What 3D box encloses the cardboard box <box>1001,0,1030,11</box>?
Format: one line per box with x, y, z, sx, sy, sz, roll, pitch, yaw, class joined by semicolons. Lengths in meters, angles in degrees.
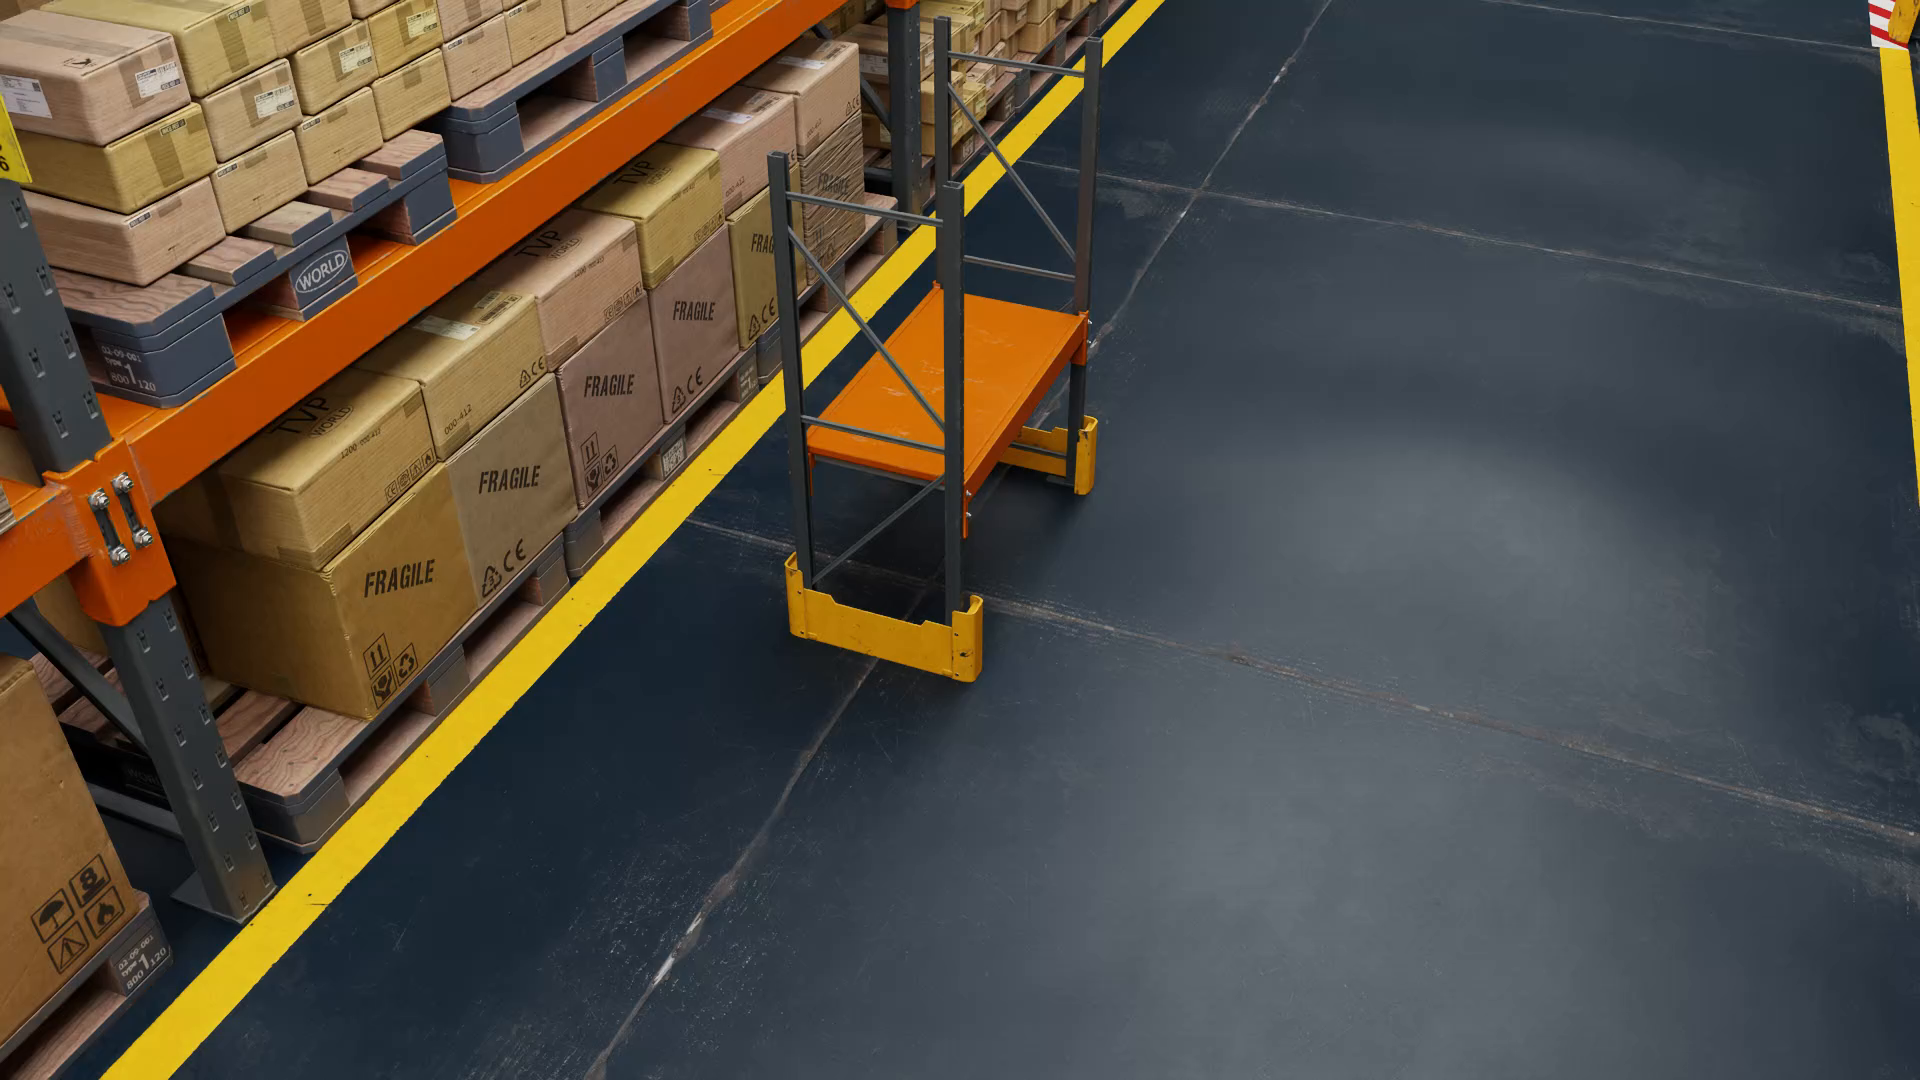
0.142;-2.603;7.760;0.380;0.149;0.250;15;39;19;cardboard box

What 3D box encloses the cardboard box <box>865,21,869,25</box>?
-0.639;-2.330;7.643;0.380;0.149;0.250;13;39;16;cardboard box

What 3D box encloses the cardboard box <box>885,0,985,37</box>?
-0.109;-2.331;7.396;0.380;0.149;0.250;13;39;17;cardboard box

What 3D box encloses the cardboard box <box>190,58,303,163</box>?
-1.693;-0.977;3.662;0.380;0.149;0.250;16;40;20;cardboard box

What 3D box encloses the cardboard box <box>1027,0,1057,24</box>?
0.251;-2.630;8.046;0.380;0.149;0.250;14;39;17;cardboard box

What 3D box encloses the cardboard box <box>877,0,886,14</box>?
-0.428;-2.569;7.715;0.380;0.149;0.250;15;39;19;cardboard box

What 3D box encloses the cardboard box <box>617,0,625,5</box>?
-1.103;-1.713;4.895;0.380;0.149;0.250;16;39;20;cardboard box

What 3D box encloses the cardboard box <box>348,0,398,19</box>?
-1.510;-1.366;3.934;0.380;0.149;0.250;12;38;16;cardboard box

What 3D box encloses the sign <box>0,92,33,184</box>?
-1.649;-0.757;2.790;0.100;0.325;0.005;14;39;18;sign

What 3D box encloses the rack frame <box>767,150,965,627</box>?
-0.226;-0.272;4.361;0.500;1.500;0.032;14;39;18;rack frame

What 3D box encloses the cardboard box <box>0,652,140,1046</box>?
-2.479;0.632;3.428;1.050;0.750;0.750;13;39;17;cardboard box

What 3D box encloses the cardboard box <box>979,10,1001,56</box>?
-0.030;-2.358;7.681;0.380;0.149;0.250;12;38;15;cardboard box

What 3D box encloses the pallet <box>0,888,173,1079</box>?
-2.533;1.118;3.577;1.003;0.211;1.213;14;39;18;pallet

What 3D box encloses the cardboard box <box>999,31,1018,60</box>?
0.062;-2.393;7.976;0.380;0.149;0.250;12;38;16;cardboard box

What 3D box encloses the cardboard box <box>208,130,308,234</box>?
-1.705;-0.836;3.722;0.380;0.149;0.250;16;40;20;cardboard box

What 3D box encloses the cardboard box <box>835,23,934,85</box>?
-0.319;-2.041;7.008;0.380;0.149;0.250;15;39;20;cardboard box

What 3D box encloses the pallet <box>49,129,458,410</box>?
-1.991;-0.760;3.921;1.213;0.211;1.003;14;39;18;pallet

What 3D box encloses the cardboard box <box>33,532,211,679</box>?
-2.155;-0.009;4.493;0.500;0.500;0.500;14;39;18;cardboard box

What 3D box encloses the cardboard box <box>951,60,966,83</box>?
-0.195;-2.066;7.291;0.380;0.149;0.250;14;39;18;cardboard box

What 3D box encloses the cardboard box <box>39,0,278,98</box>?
-1.709;-1.085;3.558;0.380;0.149;0.250;13;39;17;cardboard box

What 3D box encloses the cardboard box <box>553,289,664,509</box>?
-1.280;-0.483;5.127;0.500;0.500;0.500;13;39;17;cardboard box

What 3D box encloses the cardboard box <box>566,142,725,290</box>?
-1.087;-1.052;5.263;0.500;0.250;0.500;12;38;16;cardboard box

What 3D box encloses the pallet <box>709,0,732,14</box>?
-1.067;-2.166;5.802;1.003;0.211;1.213;14;39;18;pallet

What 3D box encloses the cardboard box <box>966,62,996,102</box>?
-0.058;-2.084;7.563;0.380;0.149;0.250;14;39;18;cardboard box

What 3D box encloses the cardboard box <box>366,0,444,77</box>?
-1.499;-1.265;4.048;0.380;0.149;0.250;14;39;18;cardboard box

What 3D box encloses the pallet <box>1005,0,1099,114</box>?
0.044;-2.573;8.516;1.003;0.211;1.213;14;39;18;pallet

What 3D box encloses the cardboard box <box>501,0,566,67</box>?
-1.304;-1.422;4.506;0.380;0.149;0.250;14;39;18;cardboard box

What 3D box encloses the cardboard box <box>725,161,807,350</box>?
-0.886;-1.048;5.884;0.500;0.500;0.500;13;39;17;cardboard box

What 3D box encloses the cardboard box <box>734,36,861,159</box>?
-0.691;-1.630;6.036;0.500;0.250;0.500;13;39;17;cardboard box

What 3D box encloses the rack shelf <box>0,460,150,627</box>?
-2.925;0.978;2.037;1.077;0.370;4.000;14;39;18;rack shelf

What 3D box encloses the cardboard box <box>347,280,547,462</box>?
-1.485;-0.493;4.514;0.500;0.250;0.500;13;39;17;cardboard box

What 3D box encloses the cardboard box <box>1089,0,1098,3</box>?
0.567;-2.947;8.718;0.380;0.149;0.250;12;38;16;cardboard box

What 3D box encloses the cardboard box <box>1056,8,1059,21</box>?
0.279;-2.678;8.357;0.380;0.149;0.250;15;39;19;cardboard box

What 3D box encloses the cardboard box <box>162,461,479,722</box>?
-1.659;0.082;4.372;0.500;0.500;0.500;12;38;16;cardboard box

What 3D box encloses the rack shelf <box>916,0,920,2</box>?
0.119;-3.452;7.963;1.077;0.370;4.000;14;39;18;rack shelf

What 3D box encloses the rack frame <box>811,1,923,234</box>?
-0.642;-2.632;6.266;1.000;3.000;0.127;14;39;18;rack frame

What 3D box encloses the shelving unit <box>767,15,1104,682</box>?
-0.029;-0.559;4.745;0.587;1.500;1.083;14;39;18;shelving unit

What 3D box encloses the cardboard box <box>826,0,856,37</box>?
-0.687;-2.304;7.360;0.380;0.149;0.250;14;39;18;cardboard box

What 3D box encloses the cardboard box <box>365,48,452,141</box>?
-1.501;-1.135;4.122;0.380;0.149;0.250;16;40;20;cardboard box

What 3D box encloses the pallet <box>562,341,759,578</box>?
-1.399;-0.406;5.617;1.003;0.211;1.213;14;39;18;pallet

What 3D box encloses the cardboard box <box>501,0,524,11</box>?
-1.305;-1.540;4.415;0.380;0.149;0.250;13;39;17;cardboard box

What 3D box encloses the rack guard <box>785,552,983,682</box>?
-0.219;0.218;4.750;0.587;0.250;0.087;14;39;18;rack guard

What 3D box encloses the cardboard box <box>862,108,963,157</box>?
-0.206;-1.787;7.166;0.380;0.149;0.250;12;38;16;cardboard box
